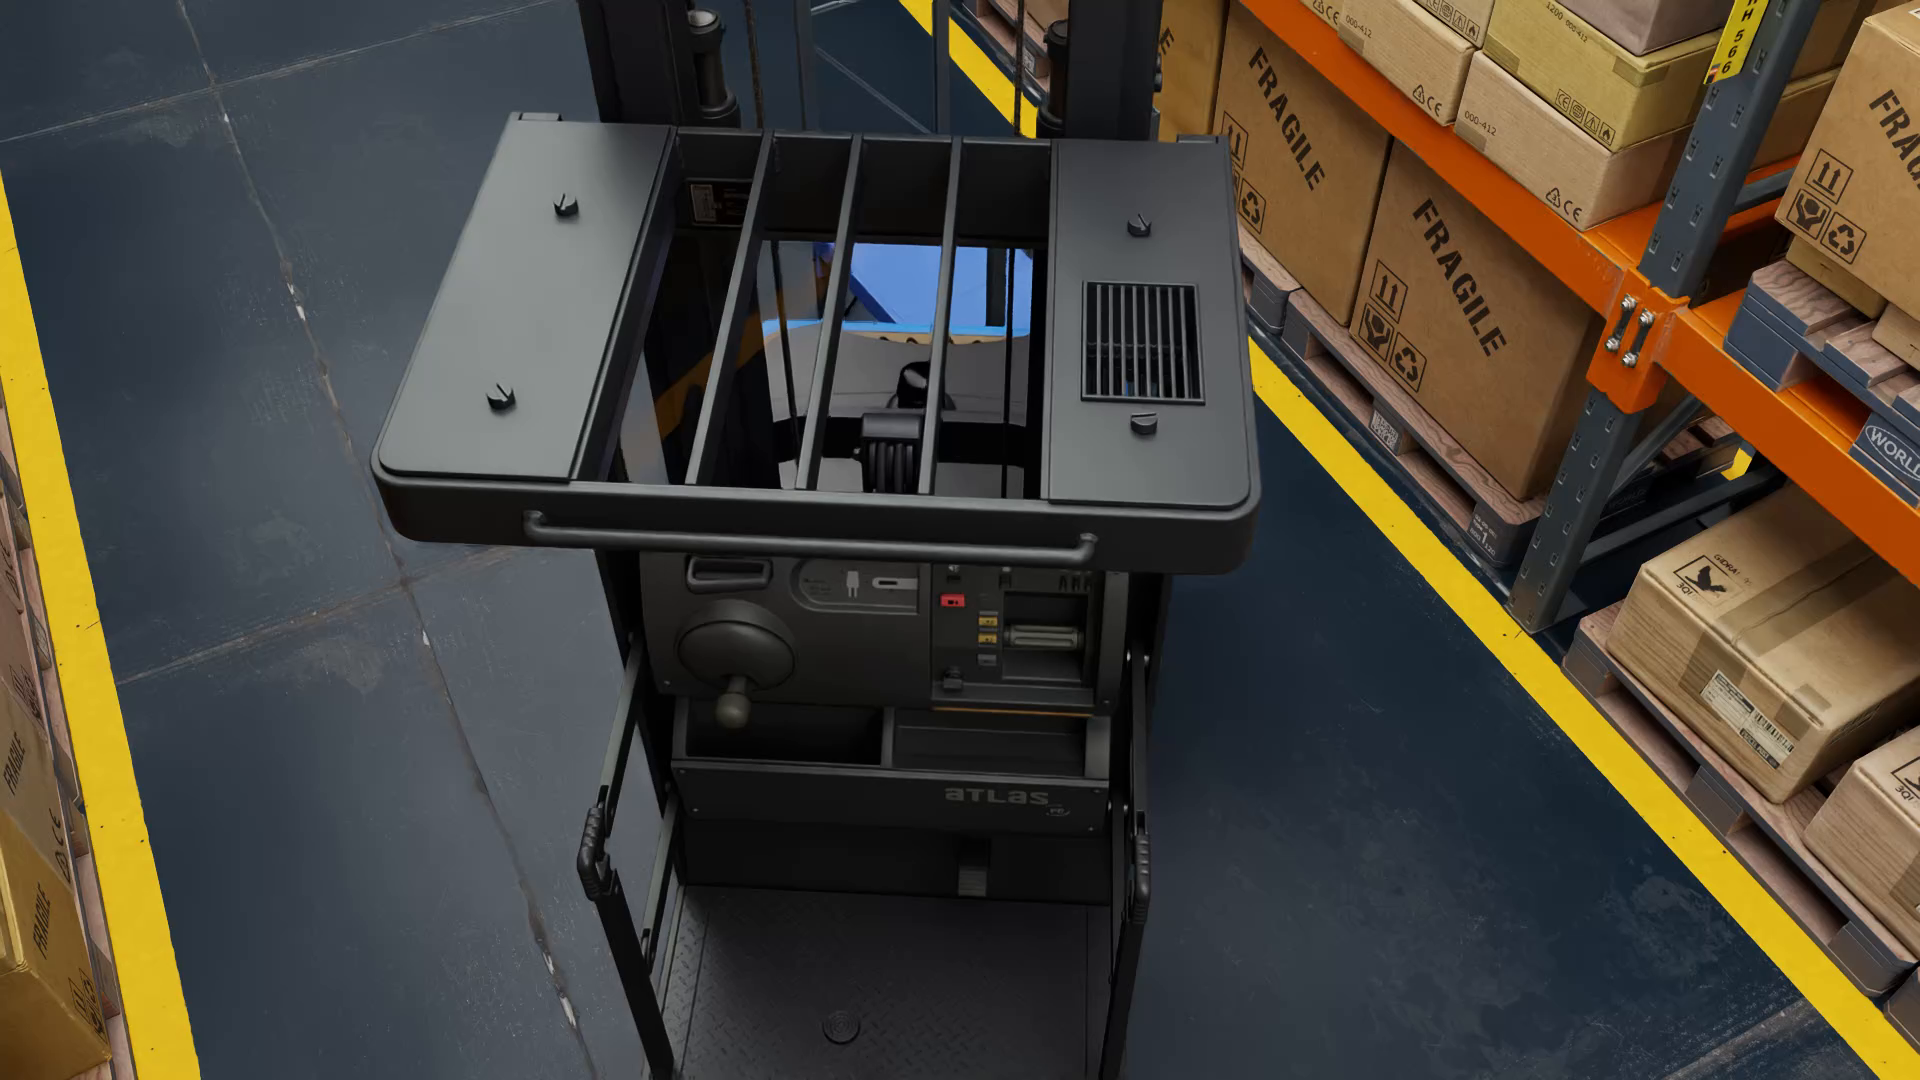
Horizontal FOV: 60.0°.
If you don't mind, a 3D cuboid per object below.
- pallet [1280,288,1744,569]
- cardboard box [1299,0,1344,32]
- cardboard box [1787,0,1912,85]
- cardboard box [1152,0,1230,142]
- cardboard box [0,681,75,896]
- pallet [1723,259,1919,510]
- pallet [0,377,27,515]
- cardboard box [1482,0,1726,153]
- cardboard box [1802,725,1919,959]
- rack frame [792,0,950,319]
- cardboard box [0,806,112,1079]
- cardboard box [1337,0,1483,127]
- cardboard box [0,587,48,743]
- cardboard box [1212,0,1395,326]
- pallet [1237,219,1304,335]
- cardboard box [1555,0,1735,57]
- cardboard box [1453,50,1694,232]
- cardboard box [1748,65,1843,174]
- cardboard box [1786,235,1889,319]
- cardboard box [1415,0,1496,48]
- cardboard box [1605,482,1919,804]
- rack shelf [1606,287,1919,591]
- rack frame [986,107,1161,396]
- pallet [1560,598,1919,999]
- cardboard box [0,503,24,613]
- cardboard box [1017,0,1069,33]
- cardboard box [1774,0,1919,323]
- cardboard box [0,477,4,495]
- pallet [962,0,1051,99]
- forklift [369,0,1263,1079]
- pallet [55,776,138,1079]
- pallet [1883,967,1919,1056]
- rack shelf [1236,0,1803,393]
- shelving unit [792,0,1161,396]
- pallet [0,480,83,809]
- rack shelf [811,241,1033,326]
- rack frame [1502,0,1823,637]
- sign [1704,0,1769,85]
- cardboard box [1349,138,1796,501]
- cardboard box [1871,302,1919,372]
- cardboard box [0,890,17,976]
[{"bbox_3d":[1.832,-0.545,5.586,1.003,0.211,1.213,-21,52,-18],"label":"pallet"},{"bbox_3d":[1.200,-1.788,4.921,0.500,0.250,0.500,-22,52,-18],"label":"cardboard box"},{"bbox_3d":[2.114,-1.449,4.292,0.500,0.250,0.500,-22,52,-18],"label":"cardboard box"},{"bbox_3d":[1.071,-2.036,6.170,0.875,0.875,0.875,-20,52,-16],"label":"cardboard box"},{"bbox_3d":[-2.559,0.652,4.069,0.500,0.500,0.500,-21,52,-17],"label":"cardboard box"},{"bbox_3d":[2.547,-0.406,3.739,1.213,0.211,1.003,-21,52,-18],"label":"pallet"},{"bbox_3d":[-3.702,-0.375,5.438,1.003,0.211,1.213,-21,52,-18],"label":"pallet"},{"bbox_3d":[1.679,-1.261,4.128,0.500,0.250,0.500,-21,52,-18],"label":"cardboard box"},{"bbox_3d":[2.721,0.690,4.120,0.950,0.372,0.625,-22,52,-18],"label":"cardboard box"},{"bbox_3d":[-0.252,-1.146,5.256,0.500,1.500,0.032,-25,53,-20],"label":"rack frame"},{"bbox_3d":[-2.326,0.987,3.776,0.500,0.500,0.500,-23,53,-19],"label":"cardboard box"},{"bbox_3d":[1.416,-1.445,4.621,0.500,0.250,0.500,-20,52,-17],"label":"cardboard box"},{"bbox_3d":[-2.798,0.310,4.368,0.500,0.500,0.500,-22,53,-18],"label":"cardboard box"},{"bbox_3d":[1.480,-1.437,5.647,0.875,0.875,0.875,-21,52,-17],"label":"cardboard box"},{"bbox_3d":[1.278,-1.360,6.299,1.003,0.211,1.213,-21,52,-18],"label":"pallet"},{"bbox_3d":[1.657,-1.527,3.862,0.500,0.500,0.500,-22,53,-18],"label":"cardboard box"},{"bbox_3d":[1.664,-1.109,4.327,0.500,0.250,0.500,-23,53,-19],"label":"cardboard box"},{"bbox_3d":[2.126,-1.274,4.471,0.500,0.250,0.500,-22,52,-18],"label":"cardboard box"},{"bbox_3d":[2.110,-0.683,3.743,0.380,0.149,0.250,-24,53,-20],"label":"cardboard box"},{"bbox_3d":[1.441,-1.603,4.427,0.500,0.250,0.500,-22,53,-18],"label":"cardboard box"},{"bbox_3d":[2.376,0.199,4.550,0.950,0.372,0.625,-24,53,-20],"label":"cardboard box"},{"bbox_3d":[3.041,0.666,3.152,1.077,0.370,4.000,-21,52,-18],"label":"rack shelf"},{"bbox_3d":[0.288,-0.497,4.689,0.500,1.500,0.032,-25,53,-20],"label":"rack frame"},{"bbox_3d":[2.482,0.532,4.644,1.003,0.211,1.213,-21,52,-18],"label":"pallet"},{"bbox_3d":[-3.031,-0.032,4.667,0.500,0.500,0.500,-22,52,-18],"label":"cardboard box"},{"bbox_3d":[0.651,-2.638,6.697,0.875,0.875,0.875,-20,52,-16],"label":"cardboard box"},{"bbox_3d":[2.126,-0.797,3.412,0.500,0.500,0.500,-23,53,-19],"label":"cardboard box"},{"bbox_3d":[-3.262,-0.377,4.969,0.500,0.500,0.500,-22,52,-18],"label":"cardboard box"},{"bbox_3d":[0.716,-2.178,7.014,1.003,0.211,1.213,-21,52,-18],"label":"pallet"},{"bbox_3d":[-0.156,0.282,3.056,1.130,2.935,3.031,2,49,2],"label":"forklift"},{"bbox_3d":[-2.585,1.258,4.009,1.003,0.211,1.213,-21,52,-18],"label":"pallet"},{"bbox_3d":[3.037,1.348,3.931,1.003,0.211,1.213,-21,52,-18],"label":"pallet"},{"bbox_3d":[1.211,-2.011,5.494,1.077,0.370,4.000,-21,52,-18],"label":"rack shelf"},{"bbox_3d":[0.018,-0.822,4.972,0.538,1.500,1.048,-25,53,-20],"label":"shelving unit"},{"bbox_3d":[-3.140,0.443,4.723,1.003,0.211,1.213,-21,52,-18],"label":"pallet"},{"bbox_3d":[0.018,-0.703,5.108,0.538,0.185,1.000,-25,53,-20],"label":"rack shelf"},{"bbox_3d":[2.126,-0.909,4.052,1.000,3.000,0.127,-21,52,-18],"label":"rack frame"},{"bbox_3d":[1.634,-1.097,3.447,0.100,0.325,0.005,-21,52,-18],"label":"sign"},{"bbox_3d":[1.884,-0.839,5.123,0.875,0.875,0.875,-22,52,-18],"label":"cardboard box"},{"bbox_3d":[2.209,-0.482,3.567,0.380,0.149,0.250,-24,53,-20],"label":"cardboard box"},{"bbox_3d":[-2.329,0.756,3.479,0.500,0.250,0.500,-23,53,-19],"label":"cardboard box"}]
